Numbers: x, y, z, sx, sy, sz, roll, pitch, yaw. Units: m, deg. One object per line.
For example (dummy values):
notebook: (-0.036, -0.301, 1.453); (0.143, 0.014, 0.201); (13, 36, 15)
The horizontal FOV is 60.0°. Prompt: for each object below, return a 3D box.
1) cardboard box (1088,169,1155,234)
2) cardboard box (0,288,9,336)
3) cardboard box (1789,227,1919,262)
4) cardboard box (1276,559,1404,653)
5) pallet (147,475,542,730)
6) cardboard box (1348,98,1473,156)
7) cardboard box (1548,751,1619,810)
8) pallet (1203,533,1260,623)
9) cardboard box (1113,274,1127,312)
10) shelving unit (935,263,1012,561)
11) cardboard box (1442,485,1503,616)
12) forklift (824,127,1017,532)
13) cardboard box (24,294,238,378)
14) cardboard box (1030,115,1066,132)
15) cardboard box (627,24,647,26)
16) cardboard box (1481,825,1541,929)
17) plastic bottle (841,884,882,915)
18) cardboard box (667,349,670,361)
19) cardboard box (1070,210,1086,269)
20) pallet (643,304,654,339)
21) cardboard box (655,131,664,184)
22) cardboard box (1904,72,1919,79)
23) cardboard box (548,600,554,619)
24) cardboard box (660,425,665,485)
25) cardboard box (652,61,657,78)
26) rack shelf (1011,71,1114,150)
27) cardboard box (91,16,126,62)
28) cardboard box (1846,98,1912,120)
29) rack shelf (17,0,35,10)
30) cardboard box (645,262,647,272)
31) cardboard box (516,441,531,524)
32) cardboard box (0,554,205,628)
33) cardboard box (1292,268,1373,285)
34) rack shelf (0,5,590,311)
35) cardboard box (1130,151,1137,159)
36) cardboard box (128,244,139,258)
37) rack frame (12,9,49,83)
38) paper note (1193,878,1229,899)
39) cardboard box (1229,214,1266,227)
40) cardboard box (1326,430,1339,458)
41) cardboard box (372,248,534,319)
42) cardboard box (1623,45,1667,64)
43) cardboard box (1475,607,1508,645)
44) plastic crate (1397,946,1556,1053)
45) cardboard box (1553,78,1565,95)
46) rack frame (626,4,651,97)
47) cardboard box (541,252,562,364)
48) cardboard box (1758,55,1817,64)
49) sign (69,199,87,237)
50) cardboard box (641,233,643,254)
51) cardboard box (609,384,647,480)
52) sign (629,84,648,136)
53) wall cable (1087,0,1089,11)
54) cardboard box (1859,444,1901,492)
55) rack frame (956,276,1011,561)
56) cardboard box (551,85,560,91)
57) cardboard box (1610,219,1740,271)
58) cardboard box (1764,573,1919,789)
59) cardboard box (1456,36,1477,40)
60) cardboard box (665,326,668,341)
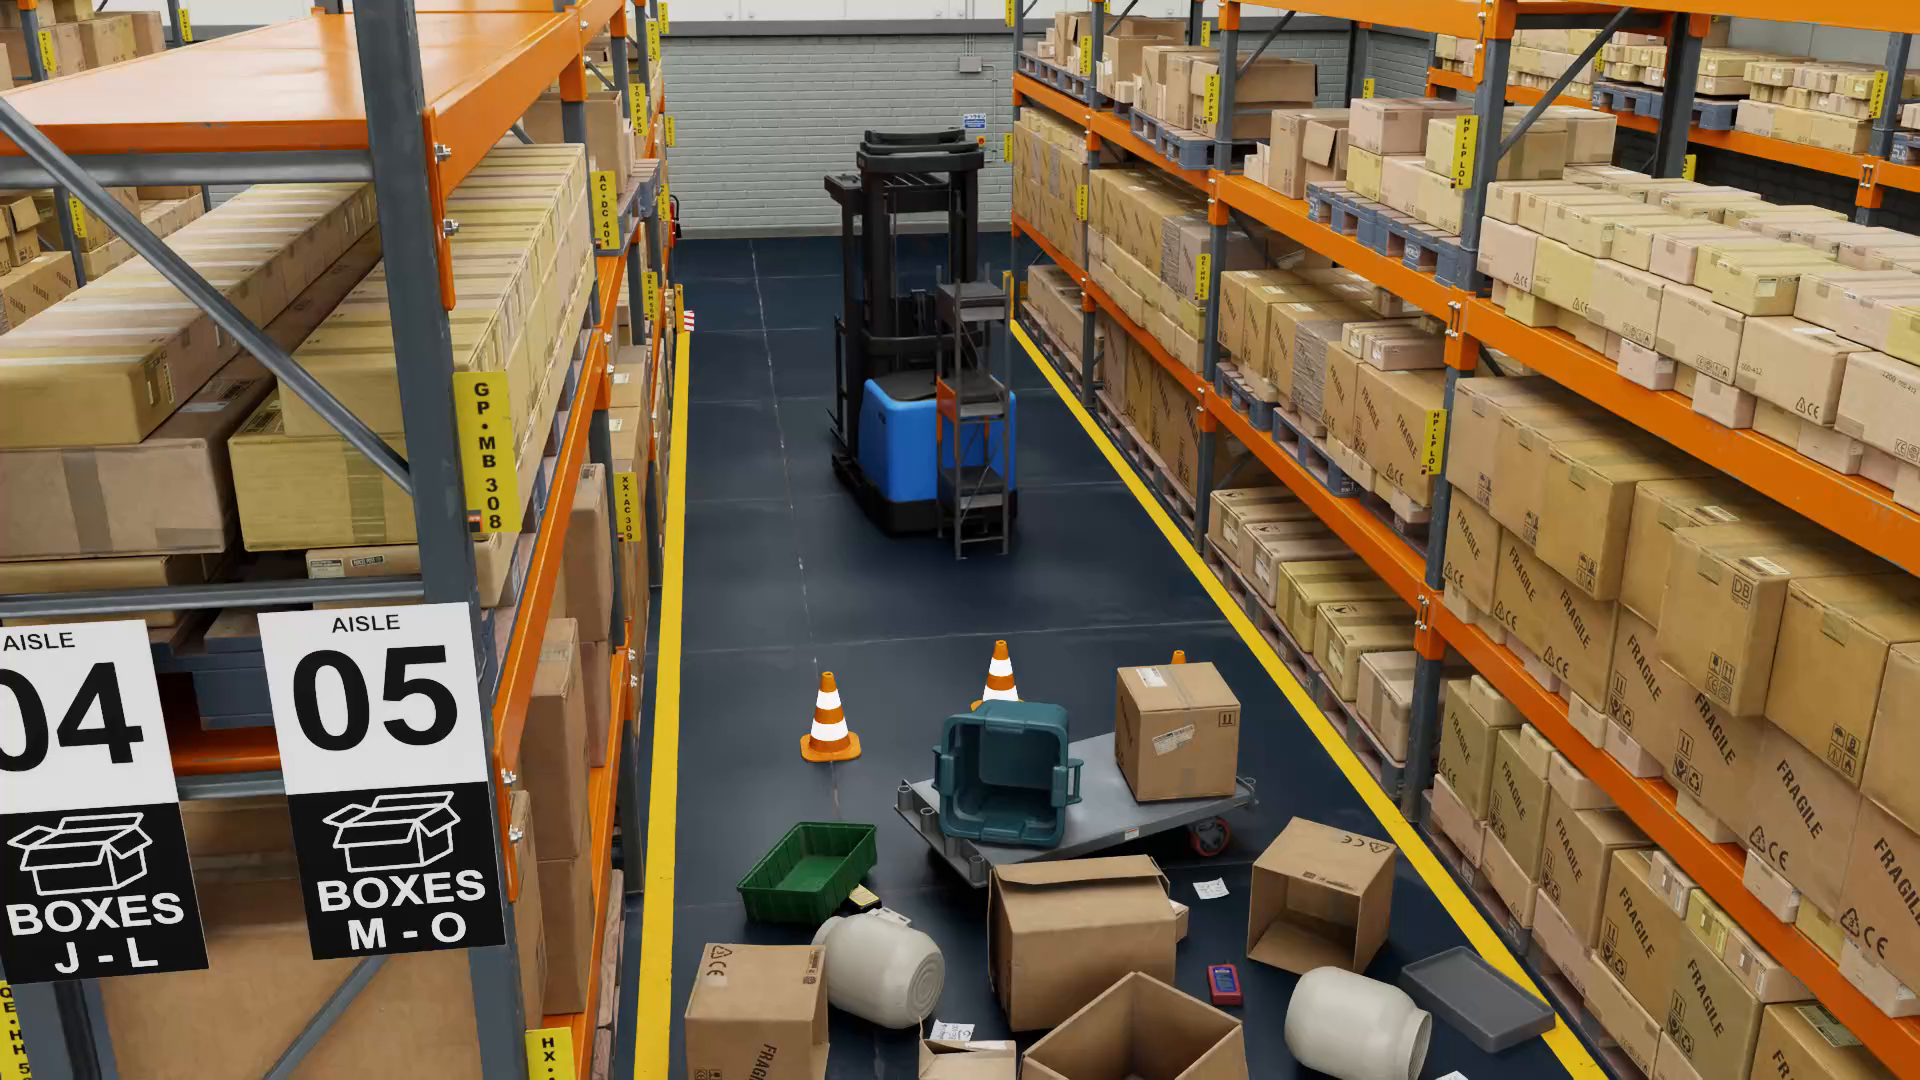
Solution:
cardboard box: (1.466, -3.078, 15.099); (0.500, 0.500, 0.500); (-3, 21, -7)
cardboard box: (-7.568, -1.603, 12.578); (0.500, 0.500, 0.500); (-3, 21, -8)
cardboard box: (3.355, -1.077, 6.244); (0.380, 0.149, 0.250); (-3, 21, -7)
cardboard box: (2.553, 0.403, 10.504); (0.950, 0.372, 0.625); (-2, 21, -6)
pallet: (-1.584, 0.090, 4.029); (1.003, 0.211, 1.213); (-3, 21, -8)
cardboard box: (2.462, -2.272, 9.125); (0.500, 0.250, 0.500); (-3, 21, -7)
cardboard box: (2.734, 1.011, 7.052); (0.380, 0.149, 0.250); (-2, 21, -5)
pallet: (2.375, 0.232, 11.793); (1.003, 0.211, 1.213); (-3, 21, -8)
cardboard box: (1.623, -2.137, 14.364); (0.500, 0.250, 0.500); (-3, 21, -8)
shelving unit: (0.092, -0.936, 12.221); (0.431, 2.100, 0.503); (-6, 21, -16)
cardboard box: (2.628, 0.020, 7.807); (0.500, 0.500, 0.500); (-3, 21, -8)
forklift: (-0.465, -1.917, 13.659); (1.130, 2.935, 3.031); (-6, 21, -16)
cardboard box: (-1.923, -0.470, 3.876); (0.380, 0.149, 0.250); (-3, 21, -7)
cardboard box: (0.976, -4.524, 18.042); (0.380, 0.149, 0.250); (-4, 21, -10)
cardboard box: (-3.336, -5.130, 16.807); (0.380, 0.149, 0.250); (-3, 21, -9)
cardboard box: (2.746, 1.534, 7.653); (0.500, 0.250, 0.500); (-2, 21, -5)
plastic bottle: (-0.510, 1.721, 8.022); (0.133, 0.061, 0.283); (-15, 25, -35)
cardboard box: (-3.159, -1.896, 16.980); (0.380, 0.149, 0.250); (-3, 21, -9)
cardboard box: (1.367, -2.924, 16.116); (0.500, 0.500, 0.500); (-3, 21, -7)
pallet: (-2.946, -1.654, 13.131); (1.003, 0.211, 1.213); (-3, 21, -8)
cardboard box: (-3.225, -3.801, 16.608); (0.500, 0.500, 0.500); (-4, 21, -10)
cardboard box: (7.388, -3.488, 12.701); (0.380, 0.149, 0.250); (-3, 21, -7)
cardboard box: (-1.804, 0.440, 5.494); (0.875, 0.550, 0.500); (-3, 21, -8)
cardboard box: (-2.624, -0.695, 13.263); (0.500, 0.500, 0.500); (-3, 21, -9)
cardboard box: (-3.155, -4.541, 15.799); (0.500, 0.250, 0.500); (-3, 21, -7)
rack shelf: (1.399, -4.491, 17.193); (1.077, 0.370, 4.000); (-3, 21, -8)
cardboard box: (-8.484, -4.756, 15.989); (0.700, 0.500, 0.500); (-4, 21, -11)
cardboard box: (6.885, -3.229, 12.432); (0.380, 0.149, 0.250); (-2, 21, -7)
rack shelf: (-7.831, -3.824, 11.692); (1.077, 0.370, 4.000); (-3, 21, -8)
cardboard box: (-2.906, -2.307, 14.364); (0.380, 0.149, 0.250); (-3, 21, -7)
cardboard box: (-1.272, -0.131, 4.110); (0.380, 0.149, 0.250); (-3, 21, -8)
cardboard box: (-1.850, 0.080, 3.542); (0.380, 0.149, 0.250); (-3, 21, -8)
cardboard box: (2.604, -1.584, 11.503); (0.500, 0.500, 0.500); (-4, 21, -9)
rack shelf: (-1.755, -1.269, 4.852); (1.077, 0.370, 4.000); (-3, 21, -8)
cardboard box: (1.845, -3.759, 15.995); (0.380, 0.149, 0.250); (-3, 21, -7)
cardboard box: (-8.075, -2.827, 15.786); (0.500, 0.250, 0.500); (-2, 21, -6)
rack frame: (-8.120, -5.040, 13.350); (1.000, 3.000, 0.127); (-3, 21, -8)
paper note: (1.228, 1.700, 8.120); (0.148, 0.019, 0.142); (-3, 21, -8)
cardboard box: (2.353, -2.215, 12.786); (0.500, 0.500, 0.500); (-3, 21, -8)
cardboard box: (2.360, -0.557, 9.680); (0.380, 0.149, 0.250); (-3, 21, -8)
cardboard box: (-1.346, -0.679, 4.435); (0.380, 0.149, 0.250); (-3, 21, -9)
cardboard box: (6.316, -4.438, 15.214); (0.380, 0.149, 0.250); (-3, 21, -7)
cardboard box: (2.656, 0.368, 7.803); (0.380, 0.149, 0.250); (-2, 21, -6)
plastic crate: (2.255, 1.993, 7.267); (0.402, 0.080, 0.583); (-11, 23, -26)
cardboard box: (6.192, -4.557, 16.702); (0.380, 0.149, 0.250); (-2, 21, -6)
rack frame: (-3.197, -5.256, 13.926); (1.000, 3.000, 0.127); (-3, 21, -8)
cardboard box: (-1.502, -0.712, 5.096); (0.500, 0.250, 0.500); (-3, 21, -8)
cardboard box: (7.005, -4.022, 14.100); (0.380, 0.149, 0.250); (-2, 21, -6)
sign: (-7.584, -2.766, 14.293); (0.100, 0.325, 0.005); (-3, 21, -8)
cardboard box: (-2.871, -2.491, 14.008); (0.380, 0.149, 0.250); (-4, 21, -9)
cardboard box: (-2.147, -0.619, 9.943); (0.500, 0.500, 0.500); (-3, 21, -9)
sign: (-2.070, -2.770, 10.706); (0.100, 0.325, 0.005); (-3, 21, -8)
wall cable: (0.756, -8.917, 23.730); (2.355, 3.000, 0.029); (-3, 21, -8)
cardboard box: (3.045, -0.241, 5.147); (0.380, 0.149, 0.250); (-3, 21, -7)
rack frame: (0.162, -0.854, 12.002); (0.400, 2.100, 0.015); (-6, 21, -16)
cardboard box: (-3.107, -3.043, 12.146); (0.500, 0.500, 0.500); (-3, 21, -8)
cardboard box: (2.755, -1.139, 6.412); (0.380, 0.149, 0.250); (-4, 21, -10)
cardboard box: (3.061, 0.429, 5.284); (0.700, 0.500, 0.500); (-3, 21, -7)
cardboard box: (5.892, -5.732, 18.562); (0.500, 0.250, 0.500); (-3, 21, -8)
cardboard box: (-3.124, -2.080, 16.621); (0.380, 0.149, 0.250); (-2, 21, -7)
